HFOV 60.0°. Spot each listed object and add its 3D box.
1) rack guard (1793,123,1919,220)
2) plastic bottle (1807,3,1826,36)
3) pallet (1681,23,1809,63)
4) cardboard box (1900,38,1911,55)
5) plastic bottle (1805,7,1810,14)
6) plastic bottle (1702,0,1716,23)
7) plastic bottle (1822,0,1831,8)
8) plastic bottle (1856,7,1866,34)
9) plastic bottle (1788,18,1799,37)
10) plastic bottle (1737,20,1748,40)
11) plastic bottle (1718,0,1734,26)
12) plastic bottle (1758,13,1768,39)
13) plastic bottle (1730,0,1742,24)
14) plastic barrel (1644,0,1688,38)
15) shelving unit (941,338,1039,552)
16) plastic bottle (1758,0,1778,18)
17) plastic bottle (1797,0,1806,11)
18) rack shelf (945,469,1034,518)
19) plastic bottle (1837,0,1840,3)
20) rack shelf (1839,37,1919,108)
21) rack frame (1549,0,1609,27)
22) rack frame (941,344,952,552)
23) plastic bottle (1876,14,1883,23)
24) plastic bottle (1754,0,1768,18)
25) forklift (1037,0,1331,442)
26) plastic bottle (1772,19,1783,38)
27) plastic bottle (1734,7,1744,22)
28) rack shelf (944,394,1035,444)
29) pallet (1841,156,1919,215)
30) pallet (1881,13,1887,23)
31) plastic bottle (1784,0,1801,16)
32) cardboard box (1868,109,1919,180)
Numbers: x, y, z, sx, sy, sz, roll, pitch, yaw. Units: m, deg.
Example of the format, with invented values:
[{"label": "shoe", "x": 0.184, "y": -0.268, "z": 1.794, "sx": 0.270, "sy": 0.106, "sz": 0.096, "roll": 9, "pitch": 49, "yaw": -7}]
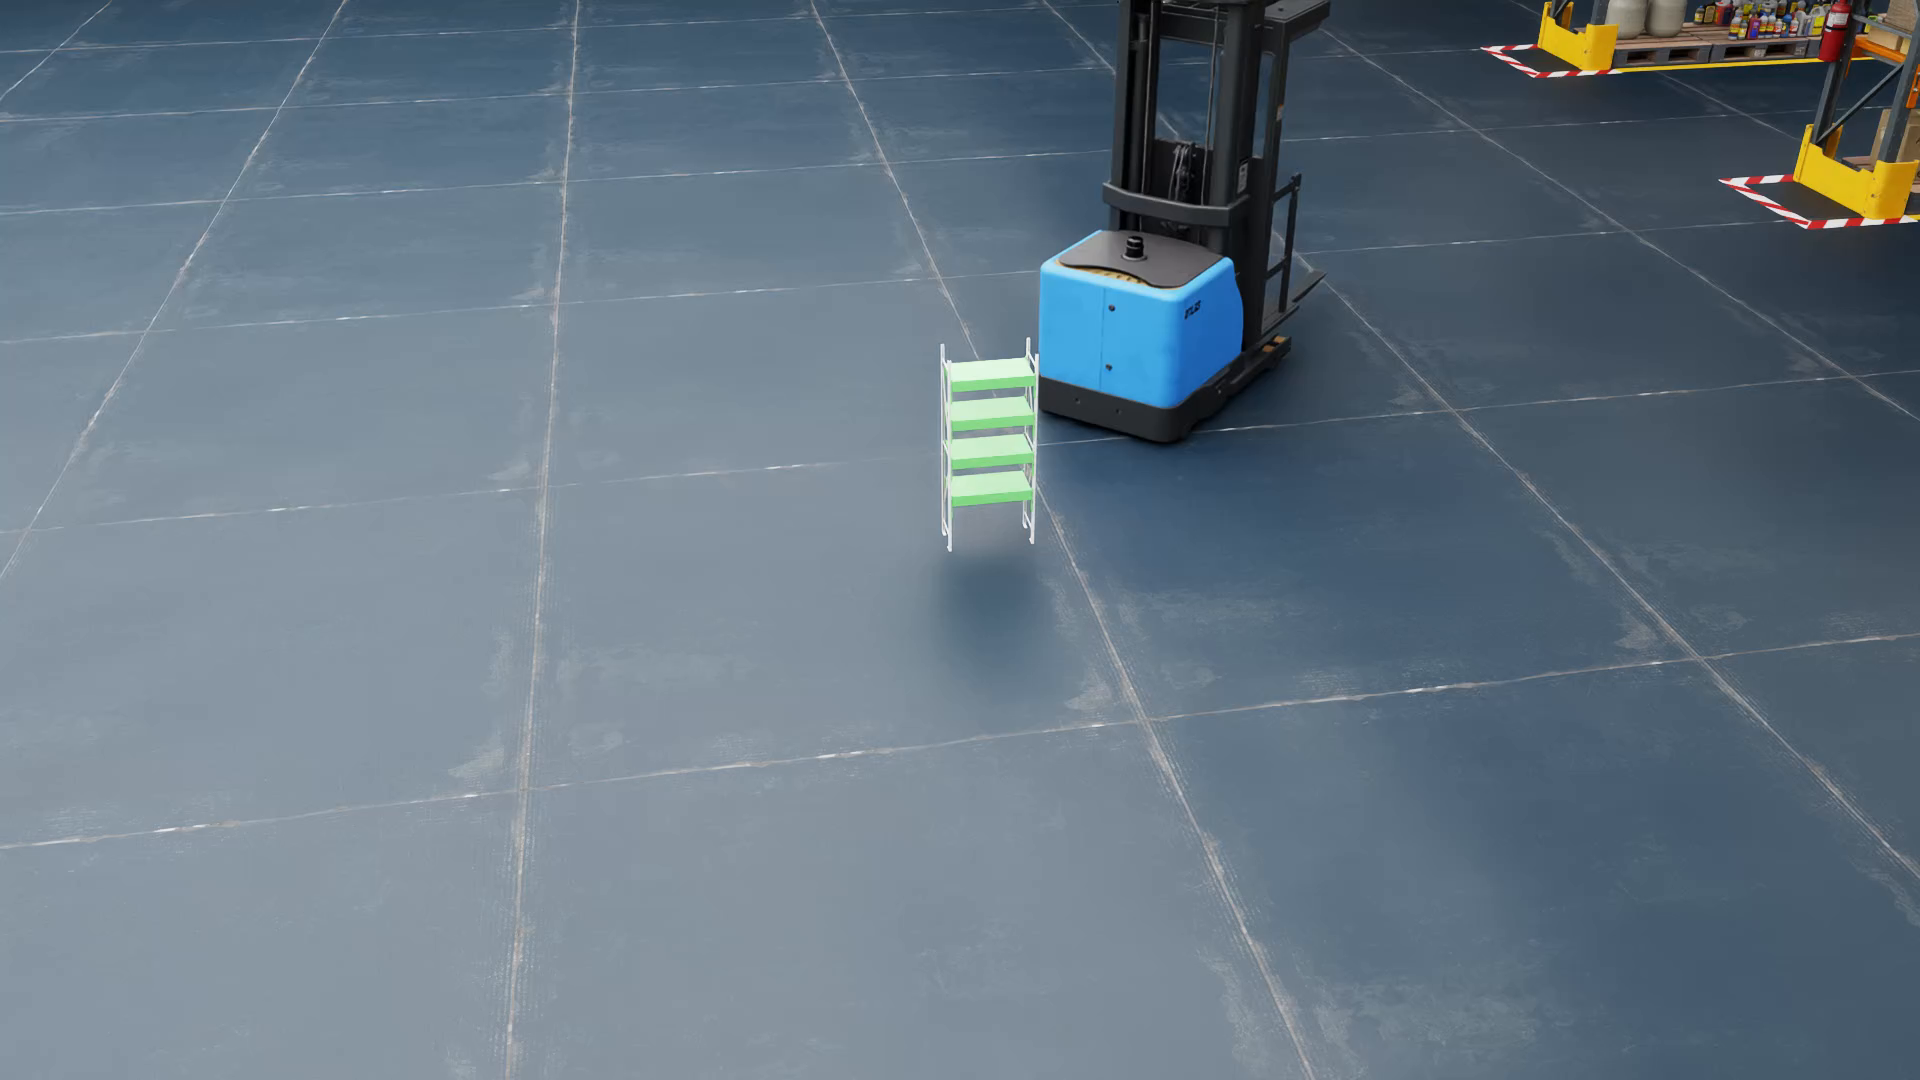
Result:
[{"label": "rack guard", "x": 7.998, "y": -3.309, "z": 14.885, "sx": 0.348, "sy": 0.500, "sz": 1.175, "roll": -5, "pitch": 31, "yaw": -9}, {"label": "plastic bottle", "x": 9.878, "y": -6.013, "z": 19.196, "sx": 0.185, "sy": 0.351, "sz": 0.144, "roll": -5, "pitch": 31, "yaw": -9}, {"label": "pallet", "x": 9.095, "y": -5.859, "z": 19.506, "sx": 1.213, "sy": 0.211, "sz": 1.003, "roll": -5, "pitch": 31, "yaw": -9}, {"label": "cardboard box", "x": 8.247, "y": -4.179, "z": 14.145, "sx": 0.250, "sy": 0.149, "sz": 0.380, "roll": -5, "pitch": 31, "yaw": -9}, {"label": "plastic bottle", "x": 9.834, "y": -6.032, "z": 19.296, "sx": 0.133, "sy": 0.283, "sz": 0.061, "roll": -5, "pitch": 31, "yaw": -9}, {"label": "plastic bottle", "x": 8.871, "y": -6.274, "z": 19.707, "sx": 0.133, "sy": 0.283, "sz": 0.061, "roll": -5, "pitch": 31, "yaw": -8}, {"label": "plastic bottle", "x": 10.280, "y": -6.326, "z": 19.796, "sx": 0.133, "sy": 0.283, "sz": 0.061, "roll": -5, "pitch": 31, "yaw": -9}, {"label": "plastic bottle", "x": 10.384, "y": -6.060, "z": 19.276, "sx": 0.185, "sy": 0.351, "sz": 0.144, "roll": -6, "pitch": 31, "yaw": -10}, {"label": "plastic bottle", "x": 9.606, "y": -5.911, "z": 19.170, "sx": 0.097, "sy": 0.201, "sz": 0.097, "roll": 0, "pitch": 30, "yaw": 0}, {"label": "plastic bottle", "x": 8.973, "y": -5.852, "z": 19.070, "sx": 0.097, "sy": 0.201, "sz": 0.097, "roll": 0, "pitch": 30, "yaw": 0}, {"label": "plastic bottle", "x": 9.032, "y": -6.211, "z": 19.599, "sx": 0.133, "sy": 0.283, "sz": 0.061, "roll": -5, "pitch": 31, "yaw": -9}, {"label": "plastic bottle", "x": 9.208, "y": -5.904, "z": 19.090, "sx": 0.097, "sy": 0.271, "sz": 0.097, "roll": 0, "pitch": 30, "yaw": 0}, {"label": "plastic bottle", "x": 9.148, "y": -6.273, "z": 19.712, "sx": 0.135, "sy": 0.276, "sz": 0.152, "roll": -6, "pitch": 31, "yaw": -10}, {"label": "plastic barrel", "x": 8.158, "y": -6.102, "z": 19.208, "sx": 0.421, "sy": 0.512, "sz": 0.421, "roll": 0, "pitch": 30, "yaw": 0}, {"label": "shelving unit", "x": 0.163, "y": -0.532, "z": 9.472, "sx": 0.503, "sy": 1.200, "sz": 0.258, "roll": -5, "pitch": 31, "yaw": -9}, {"label": "plastic bottle", "x": 9.545, "y": -6.236, "z": 19.648, "sx": 0.135, "sy": 0.276, "sz": 0.152, "roll": -5, "pitch": 31, "yaw": -9}, {"label": "plastic bottle", "x": 9.976, "y": -6.288, "z": 19.742, "sx": 0.097, "sy": 0.271, "sz": 0.097, "roll": 0, "pitch": 30, "yaw": 0}, {"label": "rack shelf", "x": 0.163, "y": -0.270, "z": 9.626, "sx": 0.480, "sy": 0.148, "sz": 0.258, "roll": -5, "pitch": 31, "yaw": -9}, {"label": "plastic bottle", "x": 10.574, "y": -6.417, "z": 19.962, "sx": 0.097, "sy": 0.271, "sz": 0.097, "roll": 0, "pitch": 30, "yaw": 0}, {"label": "rack shelf", "x": 9.891, "y": -4.252, "z": 14.732, "sx": 4.000, "sy": 0.370, "sz": 1.077, "roll": -5, "pitch": 31, "yaw": -9}, {"label": "rack frame", "x": 7.031, "y": -6.849, "z": 18.439, "sx": 0.127, "sy": 3.000, "sz": 1.000, "roll": -5, "pitch": 31, "yaw": -9}, {"label": "rack frame", "x": -0.077, "y": -0.510, "z": 9.434, "sx": 0.015, "sy": 1.200, "sz": 0.240, "roll": -5, "pitch": 31, "yaw": -9}, {"label": "plastic bottle", "x": 10.665, "y": -6.009, "z": 19.337, "sx": 0.097, "sy": 0.201, "sz": 0.097, "roll": 0, "pitch": 30, "yaw": 0}, {"label": "plastic bottle", "x": 9.493, "y": -6.339, "z": 19.751, "sx": 0.185, "sy": 0.351, "sz": 0.144, "roll": -6, "pitch": 31, "yaw": -9}, {"label": "forklift", "x": 1.727, "y": -2.597, "z": 11.275, "sx": 1.130, "sy": 2.935, "sz": 3.031, "roll": 18, "pitch": 35, "yaw": 28}, {"label": "plastic bottle", "x": 9.404, "y": -5.892, "z": 19.138, "sx": 0.097, "sy": 0.201, "sz": 0.097, "roll": 0, "pitch": 30, "yaw": 0}, {"label": "plastic bottle", "x": 9.189, "y": -6.180, "z": 19.628, "sx": 0.097, "sy": 0.201, "sz": 0.097, "roll": 0, "pitch": 30, "yaw": 0}, {"label": "rack shelf", "x": 0.163, "y": -0.684, "z": 9.382, "sx": 0.480, "sy": 0.148, "sz": 0.258, "roll": -5, "pitch": 31, "yaw": -9}, {"label": "pallet", "x": 8.804, "y": -3.241, "z": 15.054, "sx": 1.213, "sy": 0.211, "sz": 1.003, "roll": -5, "pitch": 31, "yaw": -9}, {"label": "pallet", "x": 11.731, "y": -6.103, "z": 19.922, "sx": 1.213, "sy": 0.211, "sz": 1.003, "roll": -5, "pitch": 31, "yaw": -9}, {"label": "plastic bottle", "x": 9.912, "y": -6.378, "z": 19.817, "sx": 0.185, "sy": 0.351, "sz": 0.144, "roll": -7, "pitch": 31, "yaw": -11}, {"label": "cardboard box", "x": 8.541, "y": -3.532, "z": 14.849, "sx": 0.500, "sy": 0.500, "sz": 0.500, "roll": 0, "pitch": 30, "yaw": 0}]
